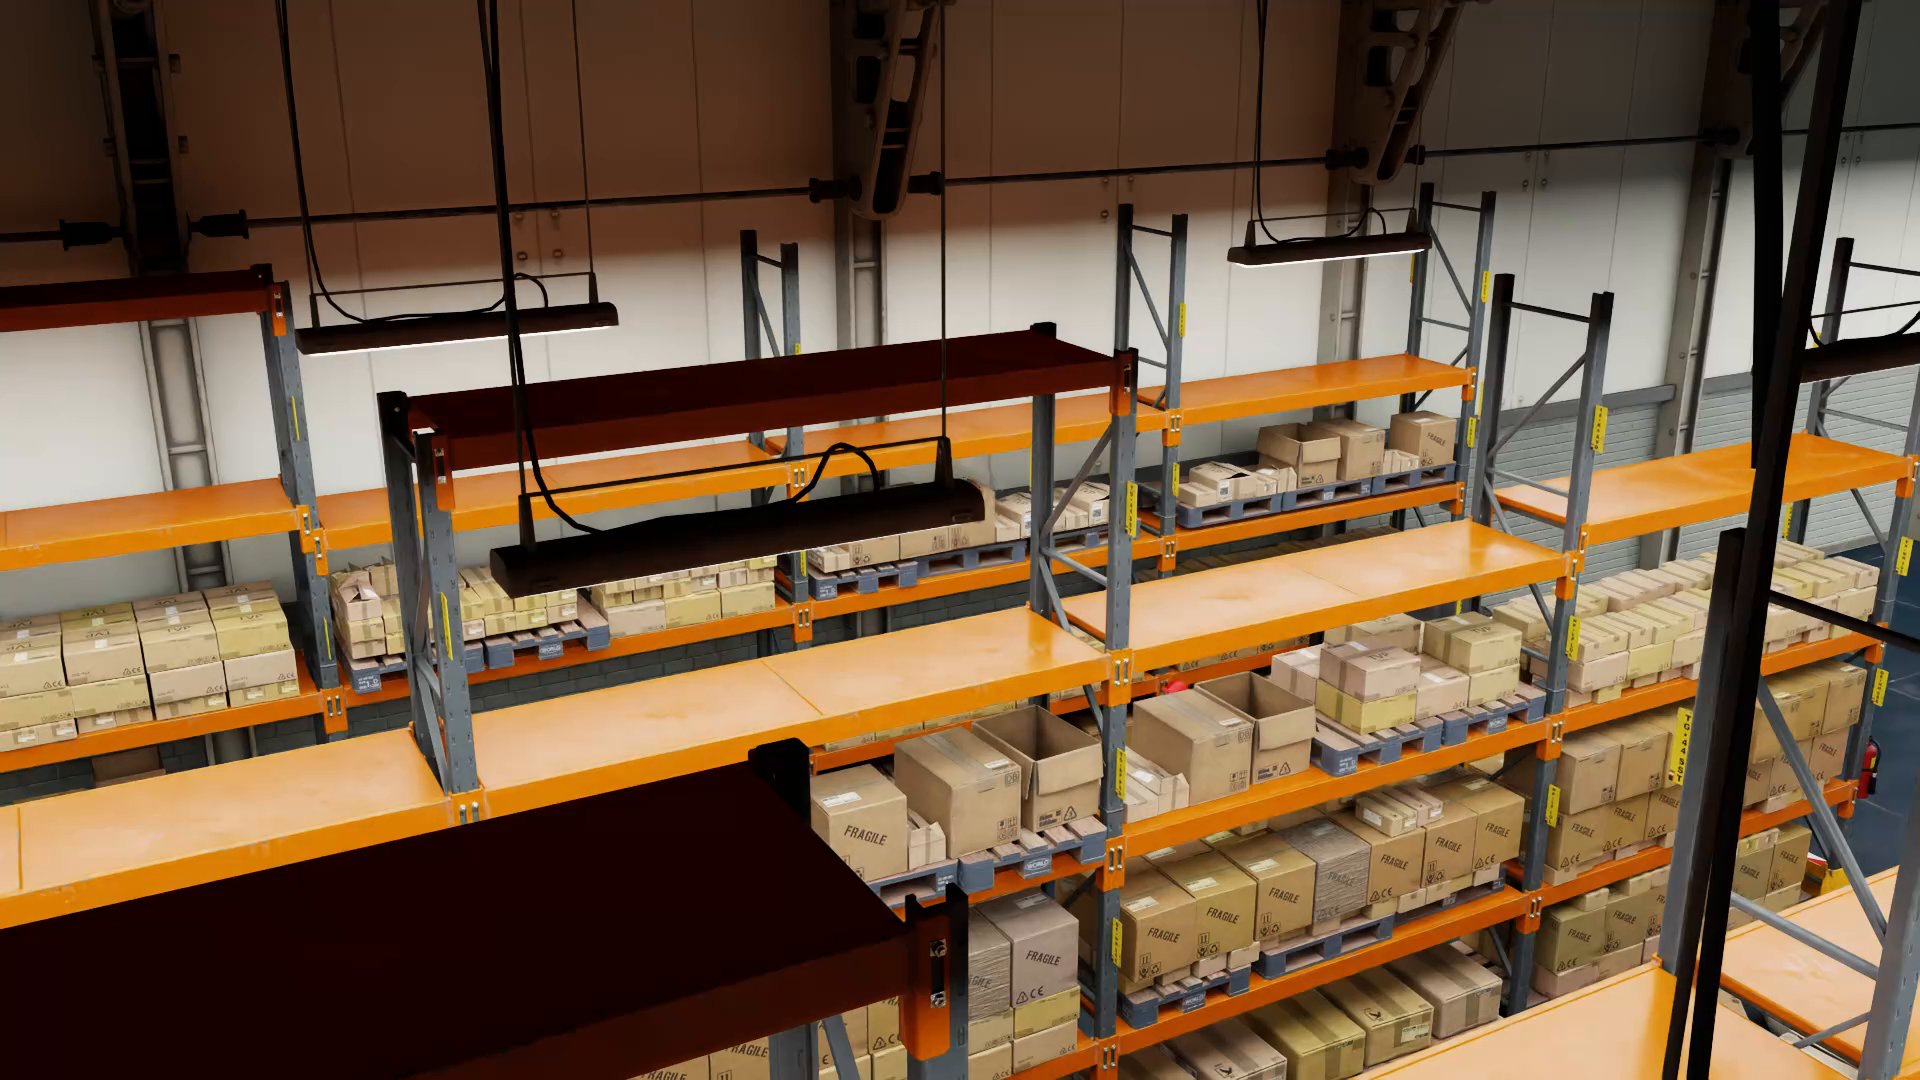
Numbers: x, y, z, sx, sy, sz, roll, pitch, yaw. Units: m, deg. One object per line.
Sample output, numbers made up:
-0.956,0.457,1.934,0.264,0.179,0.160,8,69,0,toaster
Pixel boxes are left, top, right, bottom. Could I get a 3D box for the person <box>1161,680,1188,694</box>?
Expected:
2.099,2.186,16.053,0.542,1.808,0.586,-16,24,-40,person
